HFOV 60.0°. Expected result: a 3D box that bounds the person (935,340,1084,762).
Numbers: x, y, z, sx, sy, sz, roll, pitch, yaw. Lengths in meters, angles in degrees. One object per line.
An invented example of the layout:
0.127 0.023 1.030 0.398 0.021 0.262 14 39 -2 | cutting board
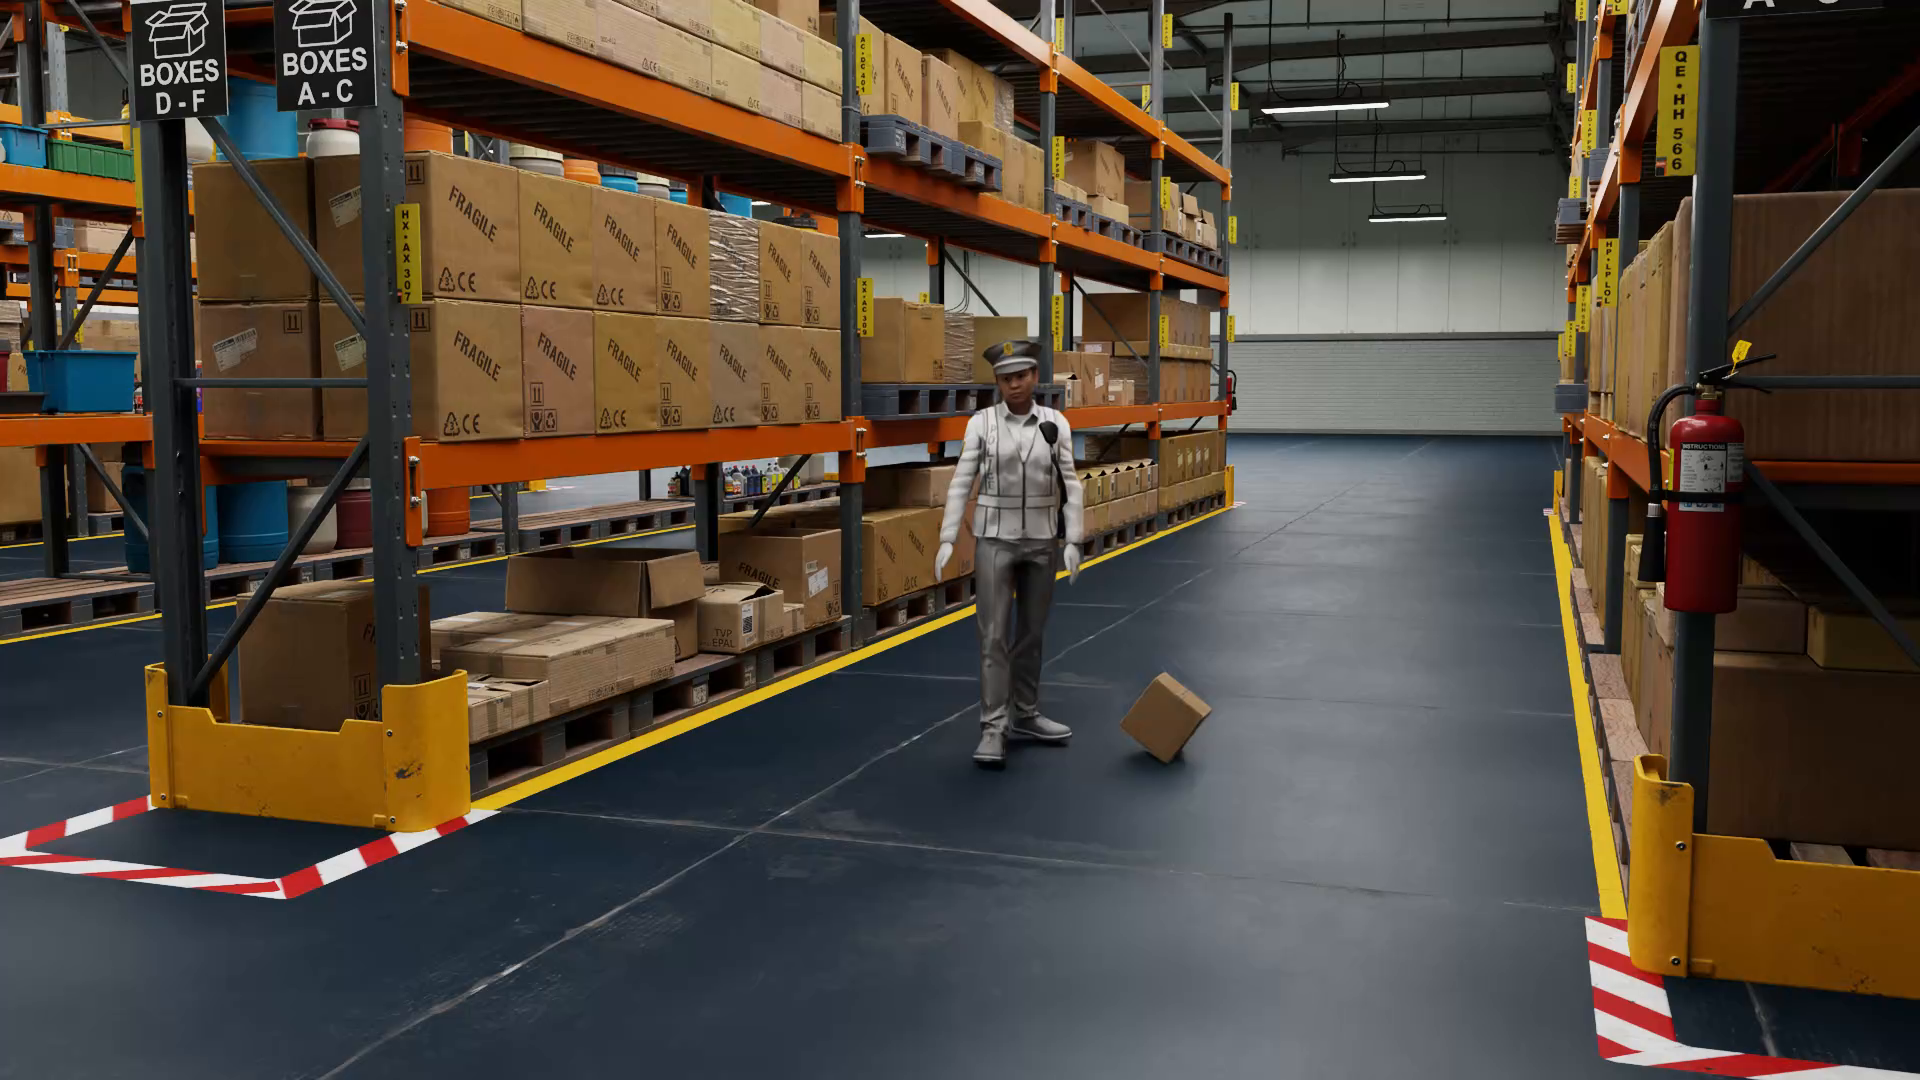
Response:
0.206 0.030 6.729 0.620 1.657 0.612 -1 5 -11 | person
